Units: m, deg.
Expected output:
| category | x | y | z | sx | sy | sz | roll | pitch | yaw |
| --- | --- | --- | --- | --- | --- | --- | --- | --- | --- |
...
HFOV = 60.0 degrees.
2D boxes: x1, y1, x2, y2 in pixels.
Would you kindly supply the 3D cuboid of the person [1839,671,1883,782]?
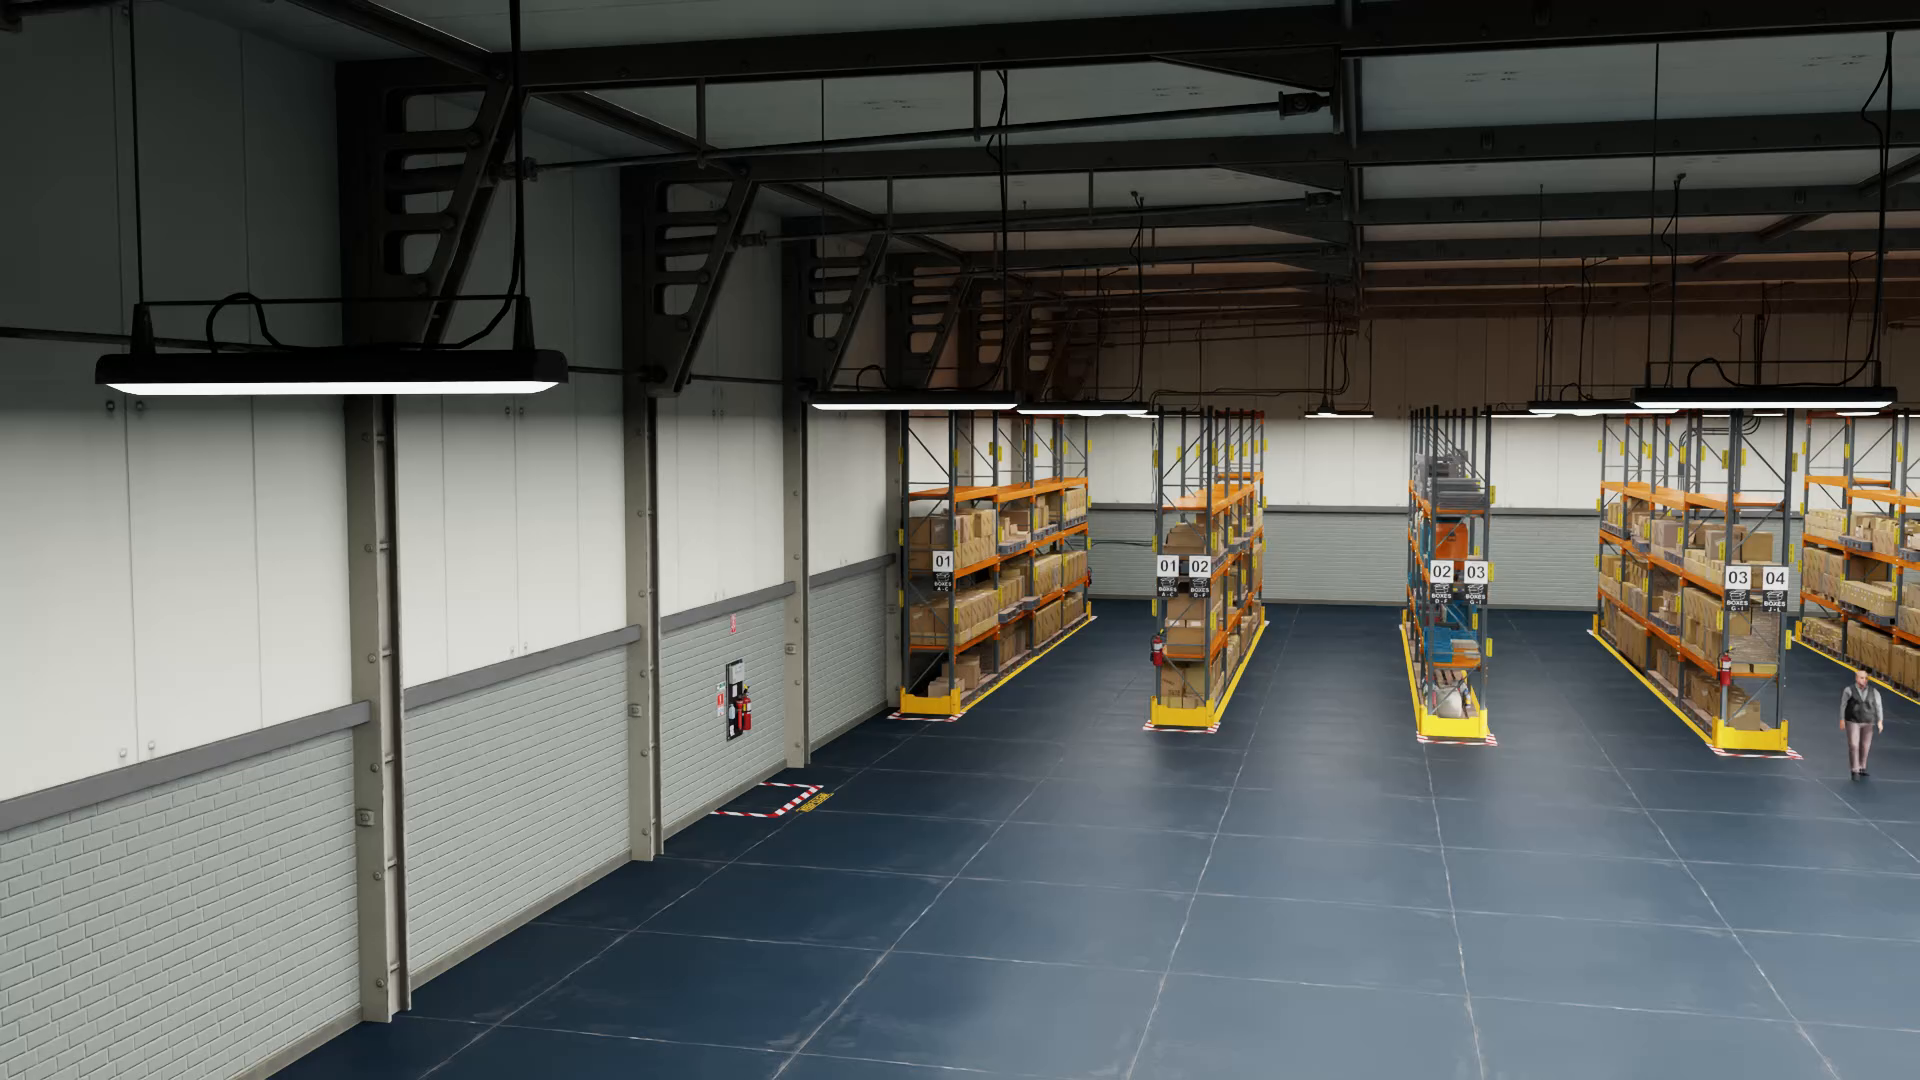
| category | x | y | z | sx | sy | sz | roll | pitch | yaw |
| --- | --- | --- | --- | --- | --- | --- | --- | --- | --- |
| person | 14.444 | 2.964 | 26.635 | 0.589 | 1.752 | 0.650 | 1 | 4 | 15 |
